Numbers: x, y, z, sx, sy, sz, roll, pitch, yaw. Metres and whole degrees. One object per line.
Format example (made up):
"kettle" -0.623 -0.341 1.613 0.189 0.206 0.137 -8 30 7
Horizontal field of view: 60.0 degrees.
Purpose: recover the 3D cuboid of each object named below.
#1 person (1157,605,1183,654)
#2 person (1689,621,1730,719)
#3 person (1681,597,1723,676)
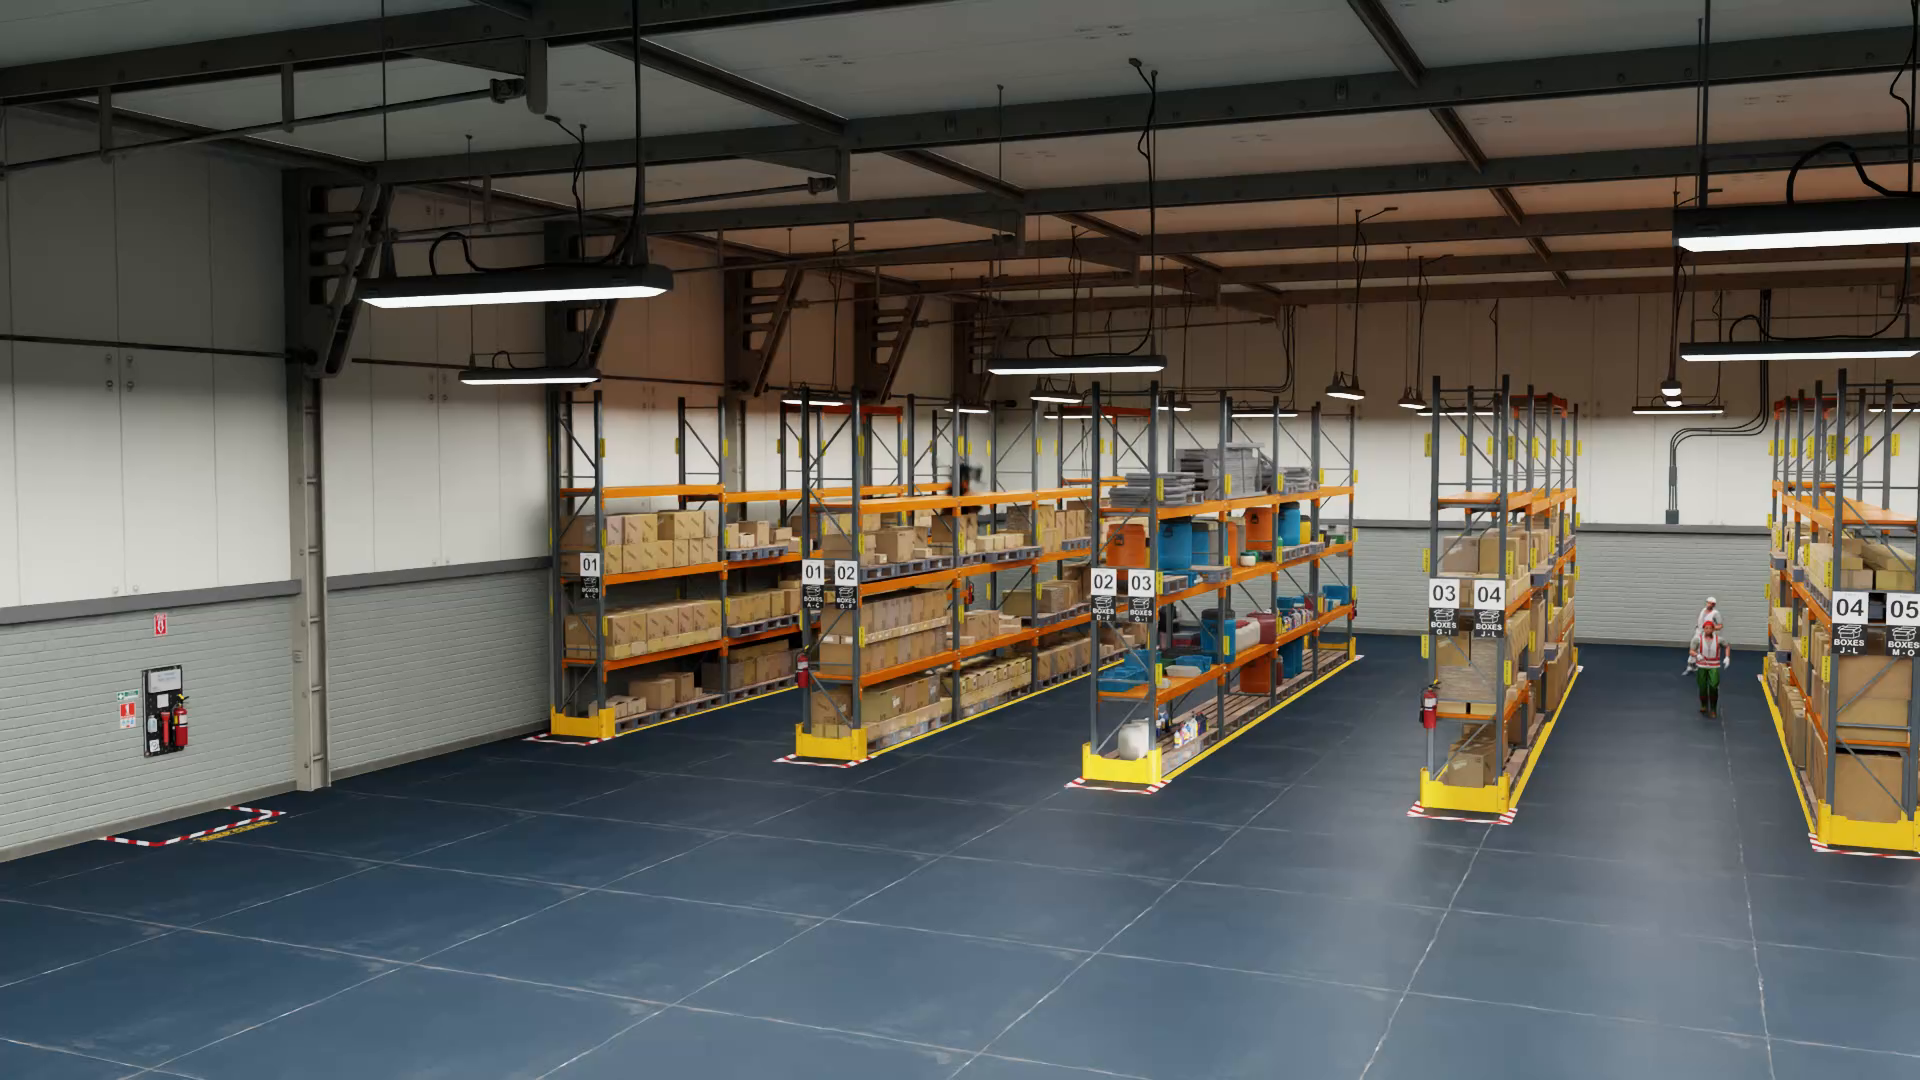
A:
"person" 4.632 2.100 36.955 0.629 1.783 0.779 1 3 11
"person" 13.924 2.420 30.914 0.687 1.850 0.742 2 4 26
"person" 16.343 2.120 36.458 0.760 1.767 0.736 -2 4 -34
